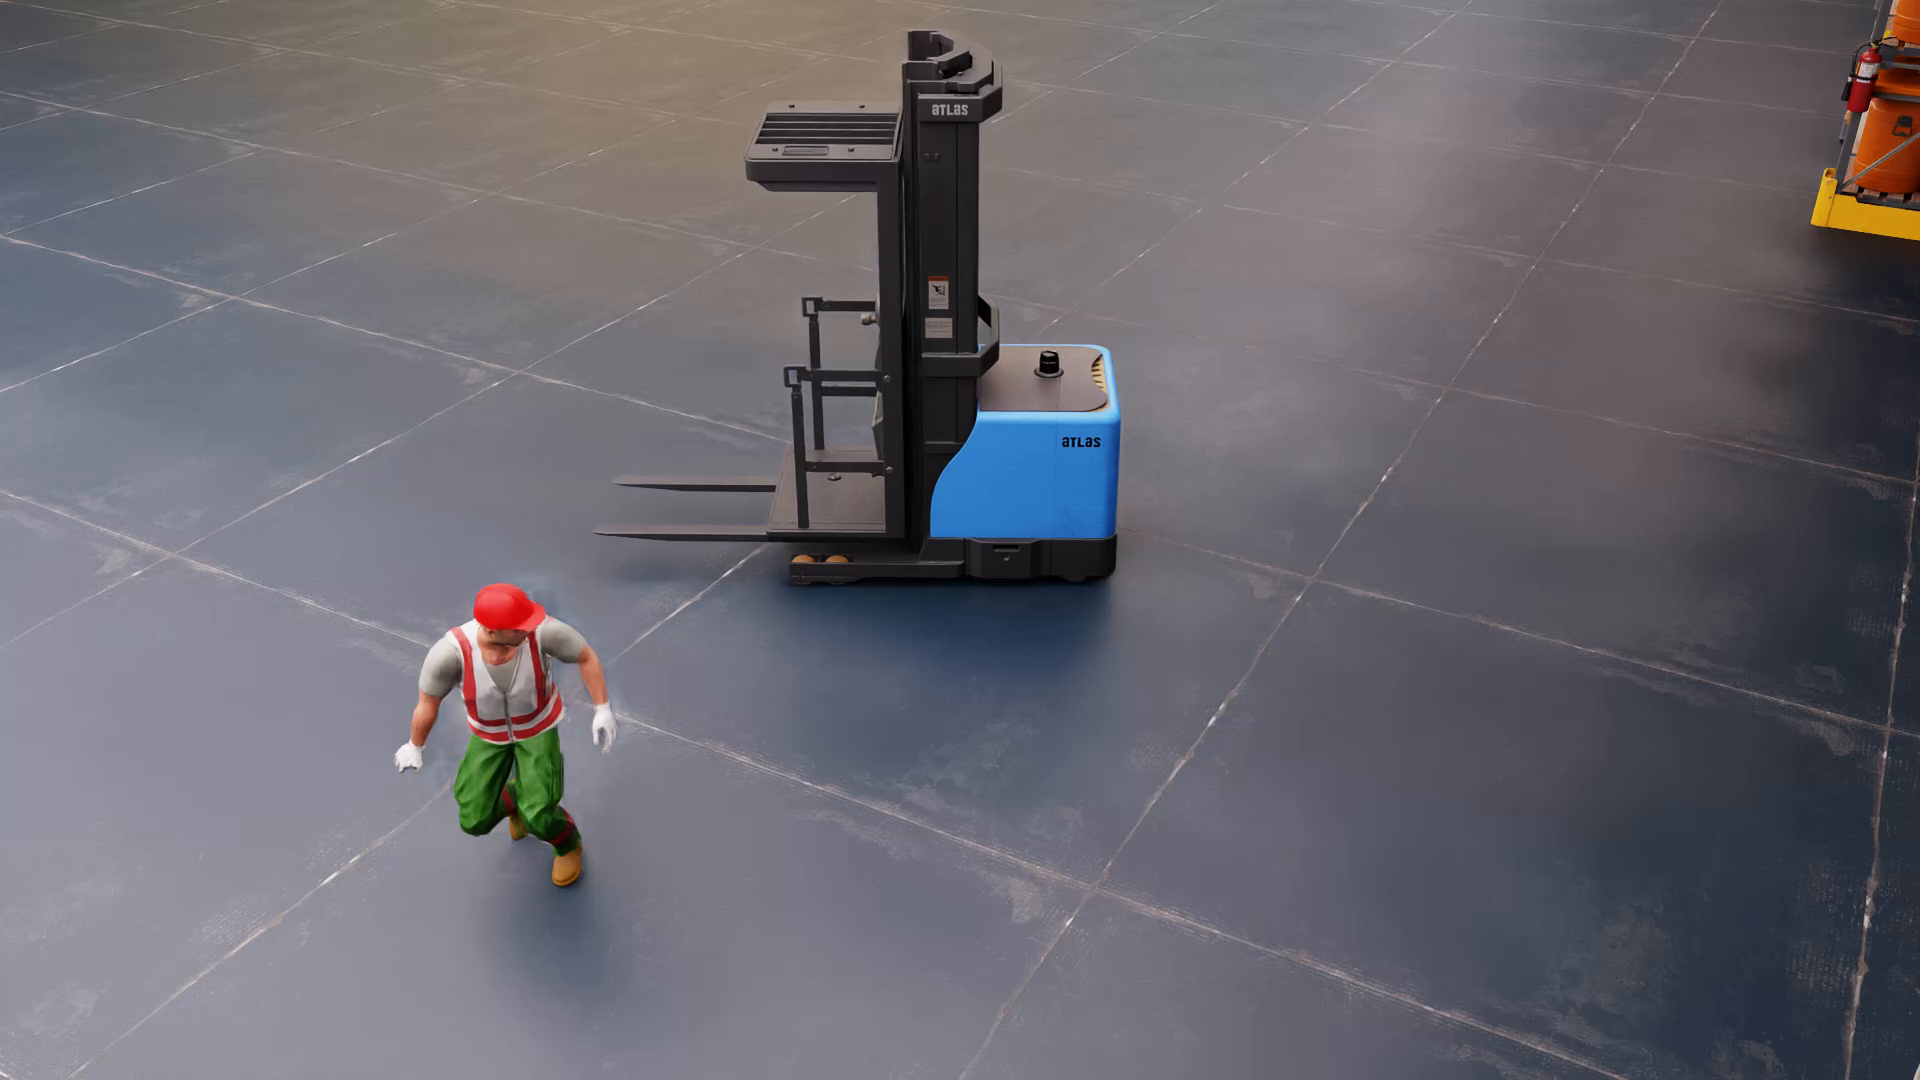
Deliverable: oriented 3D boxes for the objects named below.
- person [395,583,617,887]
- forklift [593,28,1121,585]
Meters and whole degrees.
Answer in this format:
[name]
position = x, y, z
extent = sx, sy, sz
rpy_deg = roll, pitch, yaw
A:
[person]
position = -1.937, 0.779, 7.103
extent = 0.936, 1.586, 0.597
rpy_deg = -3, 30, -6
[forklift]
position = -0.610, -1.275, 9.279
extent = 3.031, 2.935, 1.130
rpy_deg = 0, 30, 1
